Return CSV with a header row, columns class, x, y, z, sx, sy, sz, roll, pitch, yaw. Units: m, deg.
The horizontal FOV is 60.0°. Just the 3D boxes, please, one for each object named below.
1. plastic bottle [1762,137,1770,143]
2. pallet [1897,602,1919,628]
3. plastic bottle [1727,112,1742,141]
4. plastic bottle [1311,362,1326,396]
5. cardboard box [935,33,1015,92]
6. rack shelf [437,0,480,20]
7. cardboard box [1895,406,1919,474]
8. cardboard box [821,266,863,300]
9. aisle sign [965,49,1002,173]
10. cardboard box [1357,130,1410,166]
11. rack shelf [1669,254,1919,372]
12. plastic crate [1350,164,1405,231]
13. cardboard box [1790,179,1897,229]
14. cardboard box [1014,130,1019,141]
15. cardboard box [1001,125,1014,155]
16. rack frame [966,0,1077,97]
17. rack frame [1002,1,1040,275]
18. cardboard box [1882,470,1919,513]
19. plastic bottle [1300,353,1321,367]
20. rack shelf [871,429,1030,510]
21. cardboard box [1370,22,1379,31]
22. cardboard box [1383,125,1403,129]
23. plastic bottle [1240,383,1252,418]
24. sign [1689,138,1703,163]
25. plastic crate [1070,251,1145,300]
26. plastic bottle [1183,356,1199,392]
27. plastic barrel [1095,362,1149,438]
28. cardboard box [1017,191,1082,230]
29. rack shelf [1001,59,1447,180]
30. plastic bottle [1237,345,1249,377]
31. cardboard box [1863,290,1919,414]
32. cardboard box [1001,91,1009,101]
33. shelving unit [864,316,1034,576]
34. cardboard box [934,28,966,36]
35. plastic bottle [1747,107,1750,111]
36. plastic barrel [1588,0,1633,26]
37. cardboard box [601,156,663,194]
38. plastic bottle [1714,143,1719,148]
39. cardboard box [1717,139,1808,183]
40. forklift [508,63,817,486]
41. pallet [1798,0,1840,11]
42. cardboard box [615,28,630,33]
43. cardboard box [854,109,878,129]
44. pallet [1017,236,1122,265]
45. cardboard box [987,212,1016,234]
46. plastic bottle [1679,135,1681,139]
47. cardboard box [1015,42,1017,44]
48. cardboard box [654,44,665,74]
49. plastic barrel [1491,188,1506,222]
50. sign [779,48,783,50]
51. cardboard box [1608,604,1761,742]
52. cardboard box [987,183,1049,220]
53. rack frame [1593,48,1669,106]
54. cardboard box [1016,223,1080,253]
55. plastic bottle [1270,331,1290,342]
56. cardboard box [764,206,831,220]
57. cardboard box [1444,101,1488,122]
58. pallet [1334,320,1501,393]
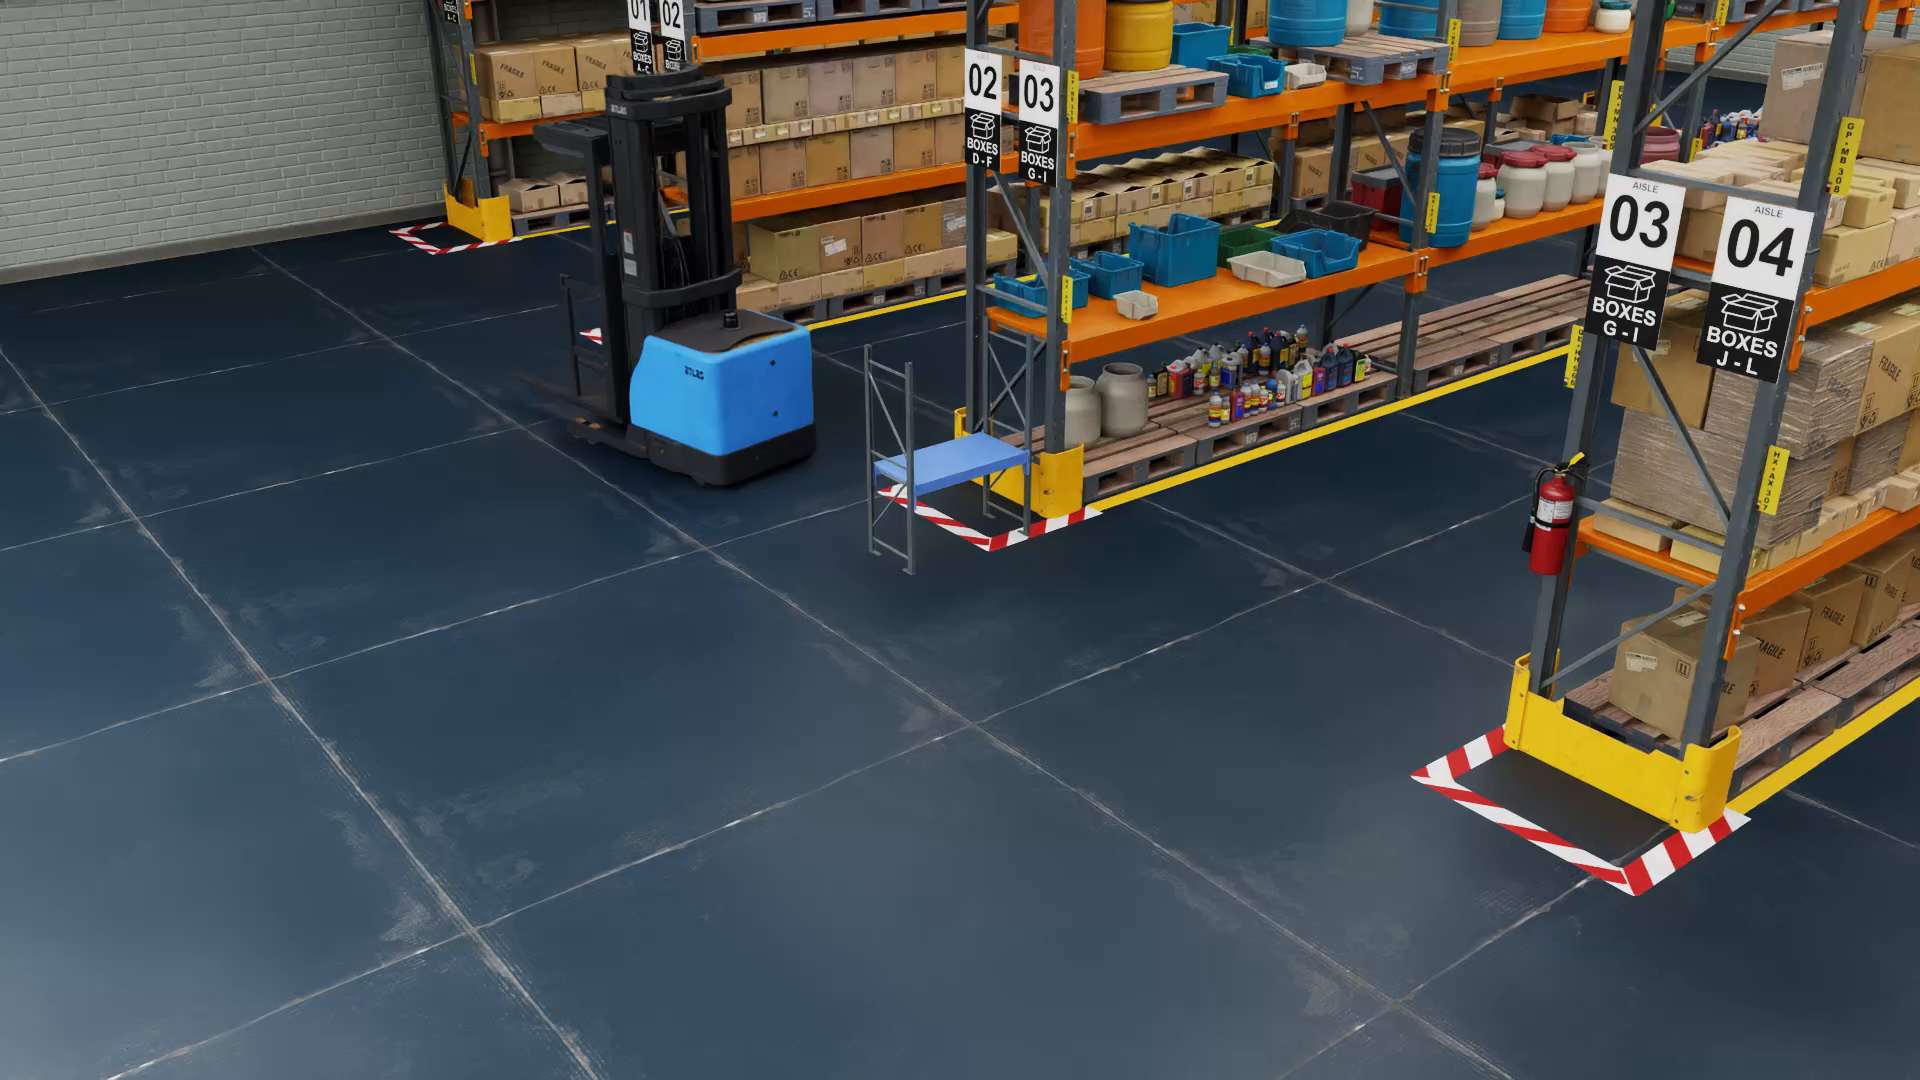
class,x,y,z,sx,sy,sz,roll,pitch,yaw
plastic bottle,8.250,-4.053,17.072,0.097,0.271,0.097,0,25,0
pallet,6.095,0.346,10.753,1.213,0.211,1.003,-18,31,-34
plastic bottle,8.330,-4.473,17.971,0.135,0.276,0.152,-18,31,-34
plastic bottle,2.963,-1.344,13.788,0.133,0.283,0.061,-16,29,-31
cardboard box,0.146,-4.904,17.094,0.500,0.500,0.700,-18,30,-34
rack shelf,-4.142,-6.542,19.575,4.000,0.370,1.077,-18,31,-34
cardboard box,5.044,-0.791,9.419,0.500,0.500,0.875,-18,31,-34
cardboard box,-1.312,-2.618,16.596,0.500,0.250,0.500,-18,31,-34
aisle sign,0.158,-2.965,11.488,0.004,0.787,0.394,-18,31,-34
cardboard box,5.388,-4.920,21.234,0.500,0.500,0.500,-19,31,-36
rack shelf,5.028,-1.620,8.968,4.000,0.370,1.077,-18,31,-34
plastic crate,3.738,-3.002,14.579,0.583,0.464,0.402,-18,31,-34
cardboard box,4.077,-1.569,7.710,0.250,0.149,0.380,-17,30,-33
cardboard box,0.852,-4.462,17.979,0.500,0.250,0.500,-16,29,-31
cardboard box,0.146,-4.315,17.367,0.500,0.500,0.700,-19,31,-35
rack frame,0.398,-4.428,10.601,0.127,3.000,1.000,-18,31,-34
rack frame,0.492,-4.387,17.641,0.127,3.000,1.000,-18,31,-34
cardboard box,5.066,-0.304,9.141,0.250,0.149,0.380,-18,31,-34
plastic bottle,2.954,-1.440,14.002,0.135,0.276,0.152,-18,31,-34
rack shelf,-0.067,-0.495,11.462,1.000,0.185,0.538,-18,31,-34
cardboard box,5.435,-6.222,20.976,0.700,0.500,0.500,18,30,33
cardboard box,5.445,-5.217,21.874,0.500,0.500,0.500,-18,30,-33
plastic bottle,2.286,-1.125,13.330,0.097,0.271,0.097,0,25,0
sign,7.038,-3.678,15.919,0.005,0.325,0.100,-18,31,-34
plastic crate,1.121,-2.035,12.748,0.408,0.251,0.499,-18,31,-34
plastic bottle,1.897,-1.385,13.885,0.135,0.276,0.152,-19,31,-35
plastic barrel,1.263,-1.095,13.003,0.421,0.512,0.421,0,25,0
cardboard box,0.971,-3.610,18.066,0.500,0.311,0.500,-18,30,-34
rack shelf,1.971,-3.260,12.503,4.000,0.370,1.077,-18,31,-34
plastic bottle,2.413,-1.536,14.214,0.097,0.271,0.097,0,25,0
cardboard box,4.845,-1.010,8.703,0.500,0.500,0.500,-18,31,-34
cardboard box,0.410,-4.585,17.178,0.250,0.149,0.380,-18,31,-34
shelving unit,-0.067,-0.658,11.386,1.048,1.500,0.538,-18,31,-34
cardboard box,-0.207,-7.032,22.697,0.500,0.500,0.700,-22,33,-39
plastic bottle,8.590,-4.586,18.207,0.133,0.283,0.061,-18,31,-34
plastic barrel,5.913,-5.231,15.300,0.600,0.901,0.600,0,25,0
cardboard box,-4.059,-4.526,20.386,0.500,0.500,0.700,-21,32,-37
plastic bottle,7.520,-3.807,16.529,0.133,0.283,0.061,-18,31,-34
cardboard box,4.088,-1.924,8.474,0.250,0.149,0.380,-18,30,-34
forklift,-2.554,-2.245,13.106,3.031,2.935,1.130,21,32,38
pallet,8.393,-5.567,16.843,1.213,0.211,1.003,-18,31,-34
cardboard box,-3.872,-5.995,20.368,0.500,0.500,0.500,-17,30,-33
cardboard box,-1.004,-4.118,16.170,0.250,0.149,0.380,-18,30,-34
pallet,1.047,-3.327,18.668,1.213,0.211,1.003,-18,31,-34
cardboard box,0.639,-3.535,18.570,0.500,0.250,0.500,-19,31,-35
plastic bottle,7.491,-4.177,17.422,0.097,0.201,0.097,0,25,0
cardboard box,0.982,-6.971,23.481,0.250,0.149,0.380,-19,31,-35
cardboard box,-3.541,-5.825,20.001,0.500,0.500,0.500,-19,31,-35
plastic barrel,4.681,-2.976,14.763,0.301,0.262,0.301,0,25,0
sign,-2.227,-6.242,20.609,0.005,0.325,0.100,-18,31,-34
cardboard box,3.956,0.721,9.104,0.500,0.500,0.500,-12,28,-25
cardboard box,0.634,-3.785,18.444,0.500,0.311,0.500,-18,31,-34
rack frame,9.935,-7.505,24.357,0.127,3.000,1.000,-18,31,-34
cardboard box,0.962,-3.353,18.180,0.500,0.250,0.500,-19,31,-35
plastic bottle,2.787,-1.679,14.518,0.135,0.276,0.152,-17,30,-32
cardboard box,-1.640,-3.134,16.817,0.500,0.500,0.500,-18,31,-34
cardboard box,7.060,-5.773,23.073,0.500,0.500,0.500,-18,31,-34
pallet,4.139,-1.698,15.157,1.213,0.211,1.003,-18,31,-34
